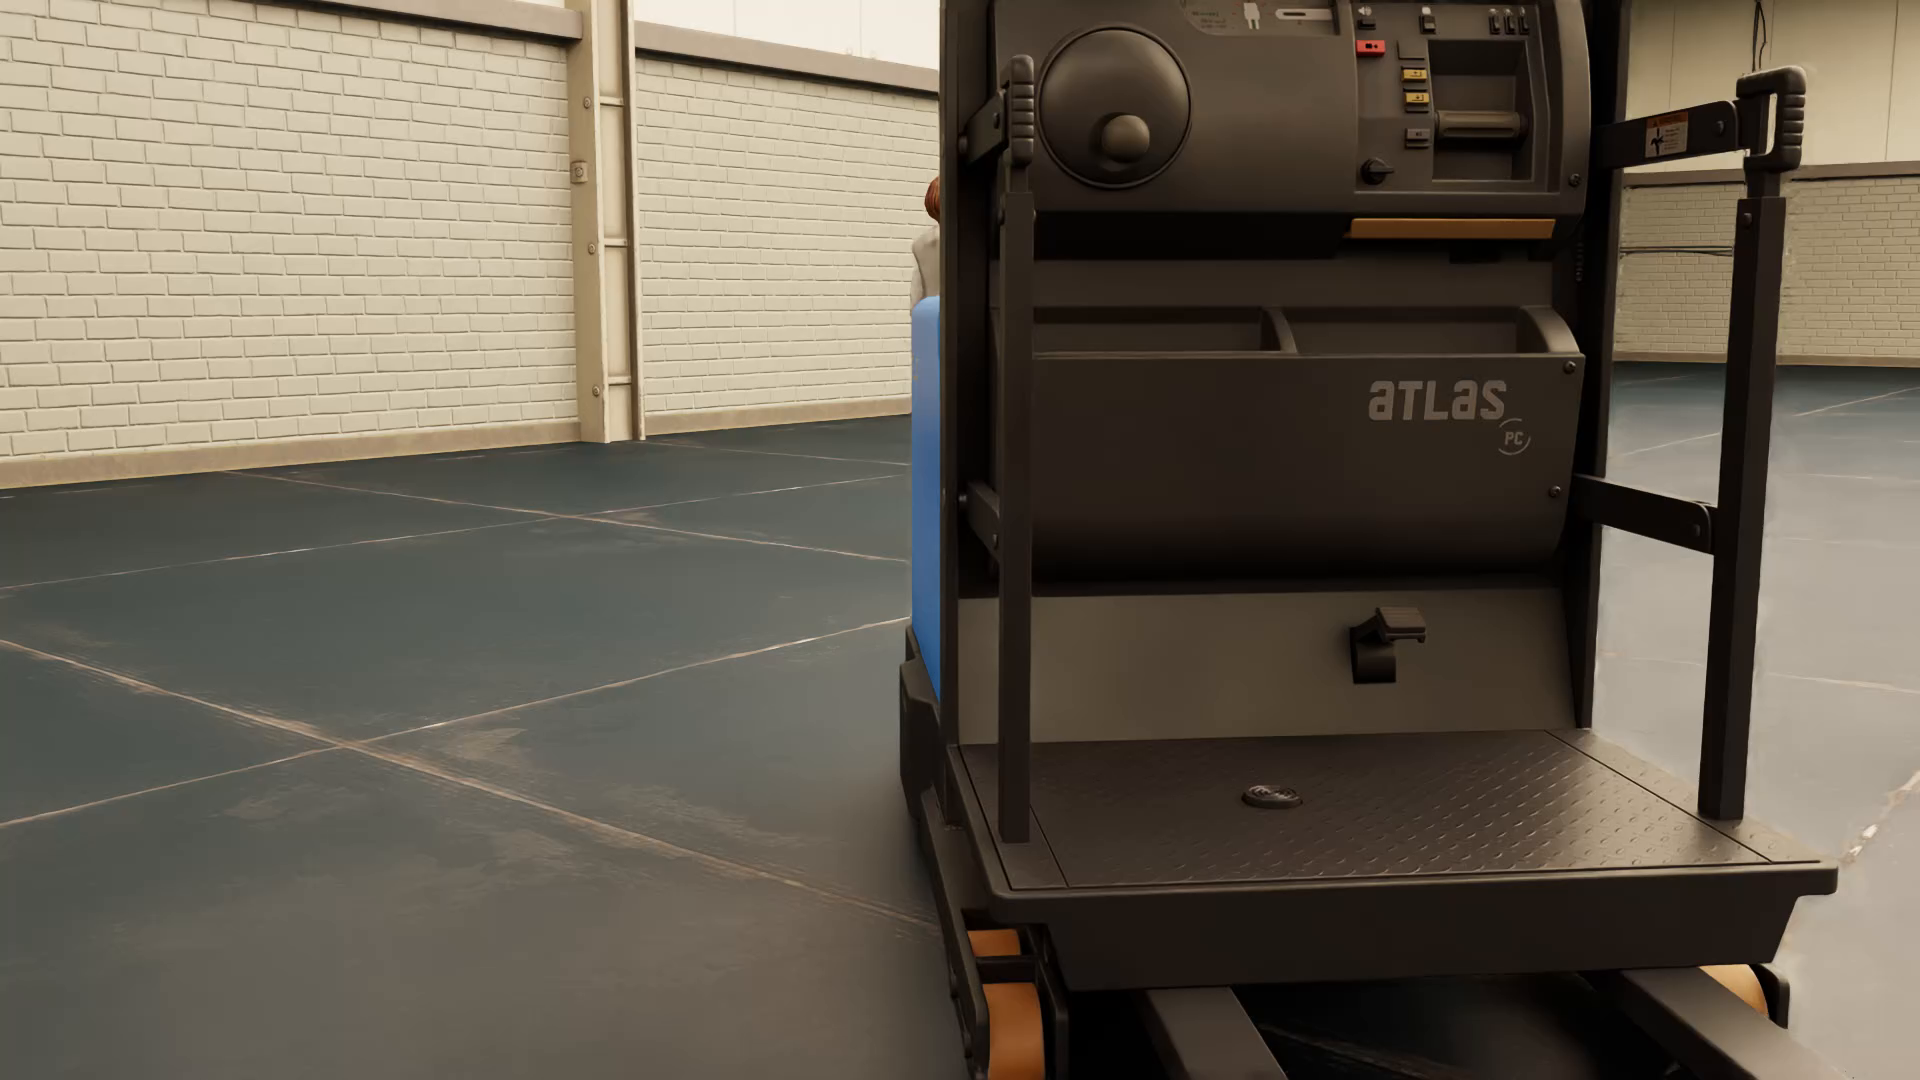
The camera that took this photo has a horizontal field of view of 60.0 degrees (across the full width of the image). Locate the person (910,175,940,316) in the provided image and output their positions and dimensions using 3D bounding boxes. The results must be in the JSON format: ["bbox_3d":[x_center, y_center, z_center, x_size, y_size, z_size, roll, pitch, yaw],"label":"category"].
[{"bbox_3d":[0.057,-0.805,7.336,0.520,1.597,0.475,7,11,38],"label":"person"}]

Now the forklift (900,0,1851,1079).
[{"bbox_3d":[0.536,-0.743,2.361,1.130,2.935,3.031,-1,8,-6],"label":"forklift"}]
